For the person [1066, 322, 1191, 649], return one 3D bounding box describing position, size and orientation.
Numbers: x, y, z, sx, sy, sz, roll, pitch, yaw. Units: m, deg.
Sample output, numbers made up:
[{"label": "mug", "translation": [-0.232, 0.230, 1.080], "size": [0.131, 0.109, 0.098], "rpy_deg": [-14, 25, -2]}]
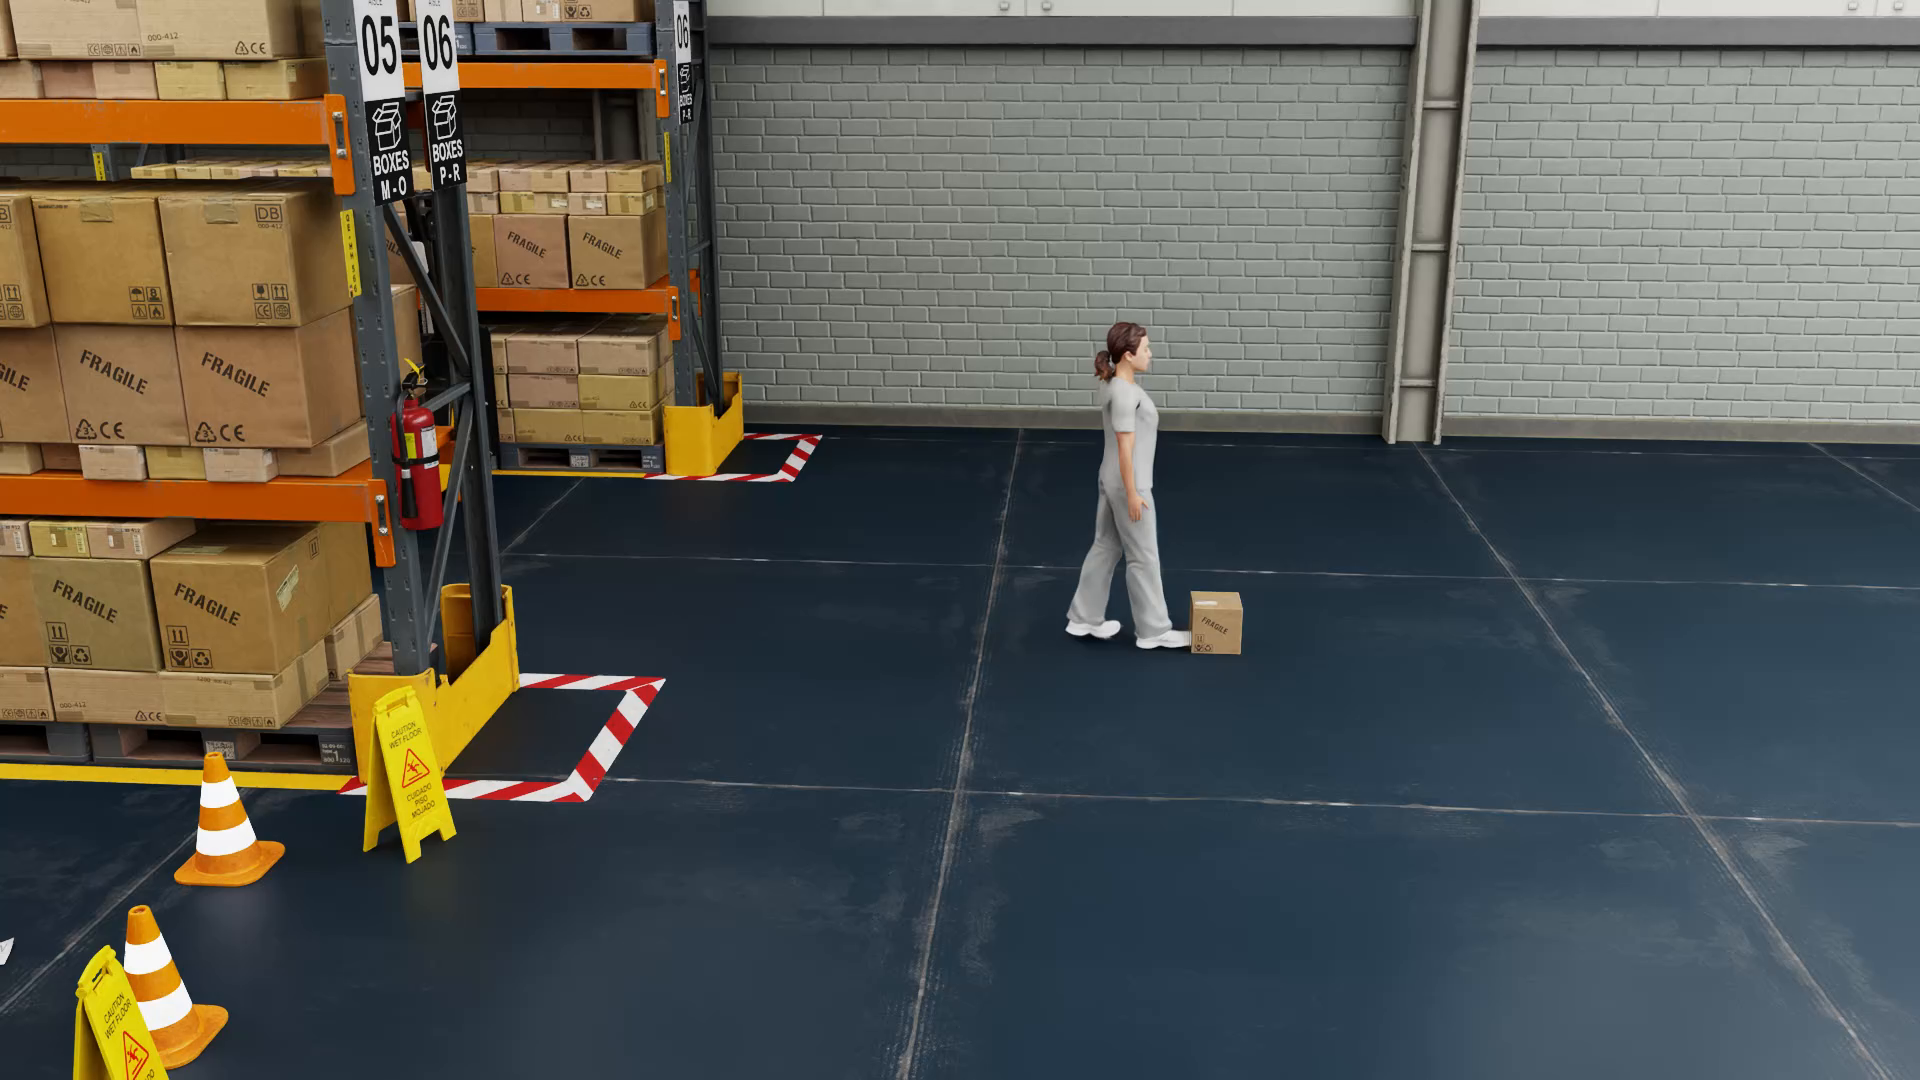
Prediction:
[{"label": "person", "translation": [0.880, -0.270, 8.378], "size": [0.655, 1.670, 0.451], "rpy_deg": [-1, 18, -3]}]
